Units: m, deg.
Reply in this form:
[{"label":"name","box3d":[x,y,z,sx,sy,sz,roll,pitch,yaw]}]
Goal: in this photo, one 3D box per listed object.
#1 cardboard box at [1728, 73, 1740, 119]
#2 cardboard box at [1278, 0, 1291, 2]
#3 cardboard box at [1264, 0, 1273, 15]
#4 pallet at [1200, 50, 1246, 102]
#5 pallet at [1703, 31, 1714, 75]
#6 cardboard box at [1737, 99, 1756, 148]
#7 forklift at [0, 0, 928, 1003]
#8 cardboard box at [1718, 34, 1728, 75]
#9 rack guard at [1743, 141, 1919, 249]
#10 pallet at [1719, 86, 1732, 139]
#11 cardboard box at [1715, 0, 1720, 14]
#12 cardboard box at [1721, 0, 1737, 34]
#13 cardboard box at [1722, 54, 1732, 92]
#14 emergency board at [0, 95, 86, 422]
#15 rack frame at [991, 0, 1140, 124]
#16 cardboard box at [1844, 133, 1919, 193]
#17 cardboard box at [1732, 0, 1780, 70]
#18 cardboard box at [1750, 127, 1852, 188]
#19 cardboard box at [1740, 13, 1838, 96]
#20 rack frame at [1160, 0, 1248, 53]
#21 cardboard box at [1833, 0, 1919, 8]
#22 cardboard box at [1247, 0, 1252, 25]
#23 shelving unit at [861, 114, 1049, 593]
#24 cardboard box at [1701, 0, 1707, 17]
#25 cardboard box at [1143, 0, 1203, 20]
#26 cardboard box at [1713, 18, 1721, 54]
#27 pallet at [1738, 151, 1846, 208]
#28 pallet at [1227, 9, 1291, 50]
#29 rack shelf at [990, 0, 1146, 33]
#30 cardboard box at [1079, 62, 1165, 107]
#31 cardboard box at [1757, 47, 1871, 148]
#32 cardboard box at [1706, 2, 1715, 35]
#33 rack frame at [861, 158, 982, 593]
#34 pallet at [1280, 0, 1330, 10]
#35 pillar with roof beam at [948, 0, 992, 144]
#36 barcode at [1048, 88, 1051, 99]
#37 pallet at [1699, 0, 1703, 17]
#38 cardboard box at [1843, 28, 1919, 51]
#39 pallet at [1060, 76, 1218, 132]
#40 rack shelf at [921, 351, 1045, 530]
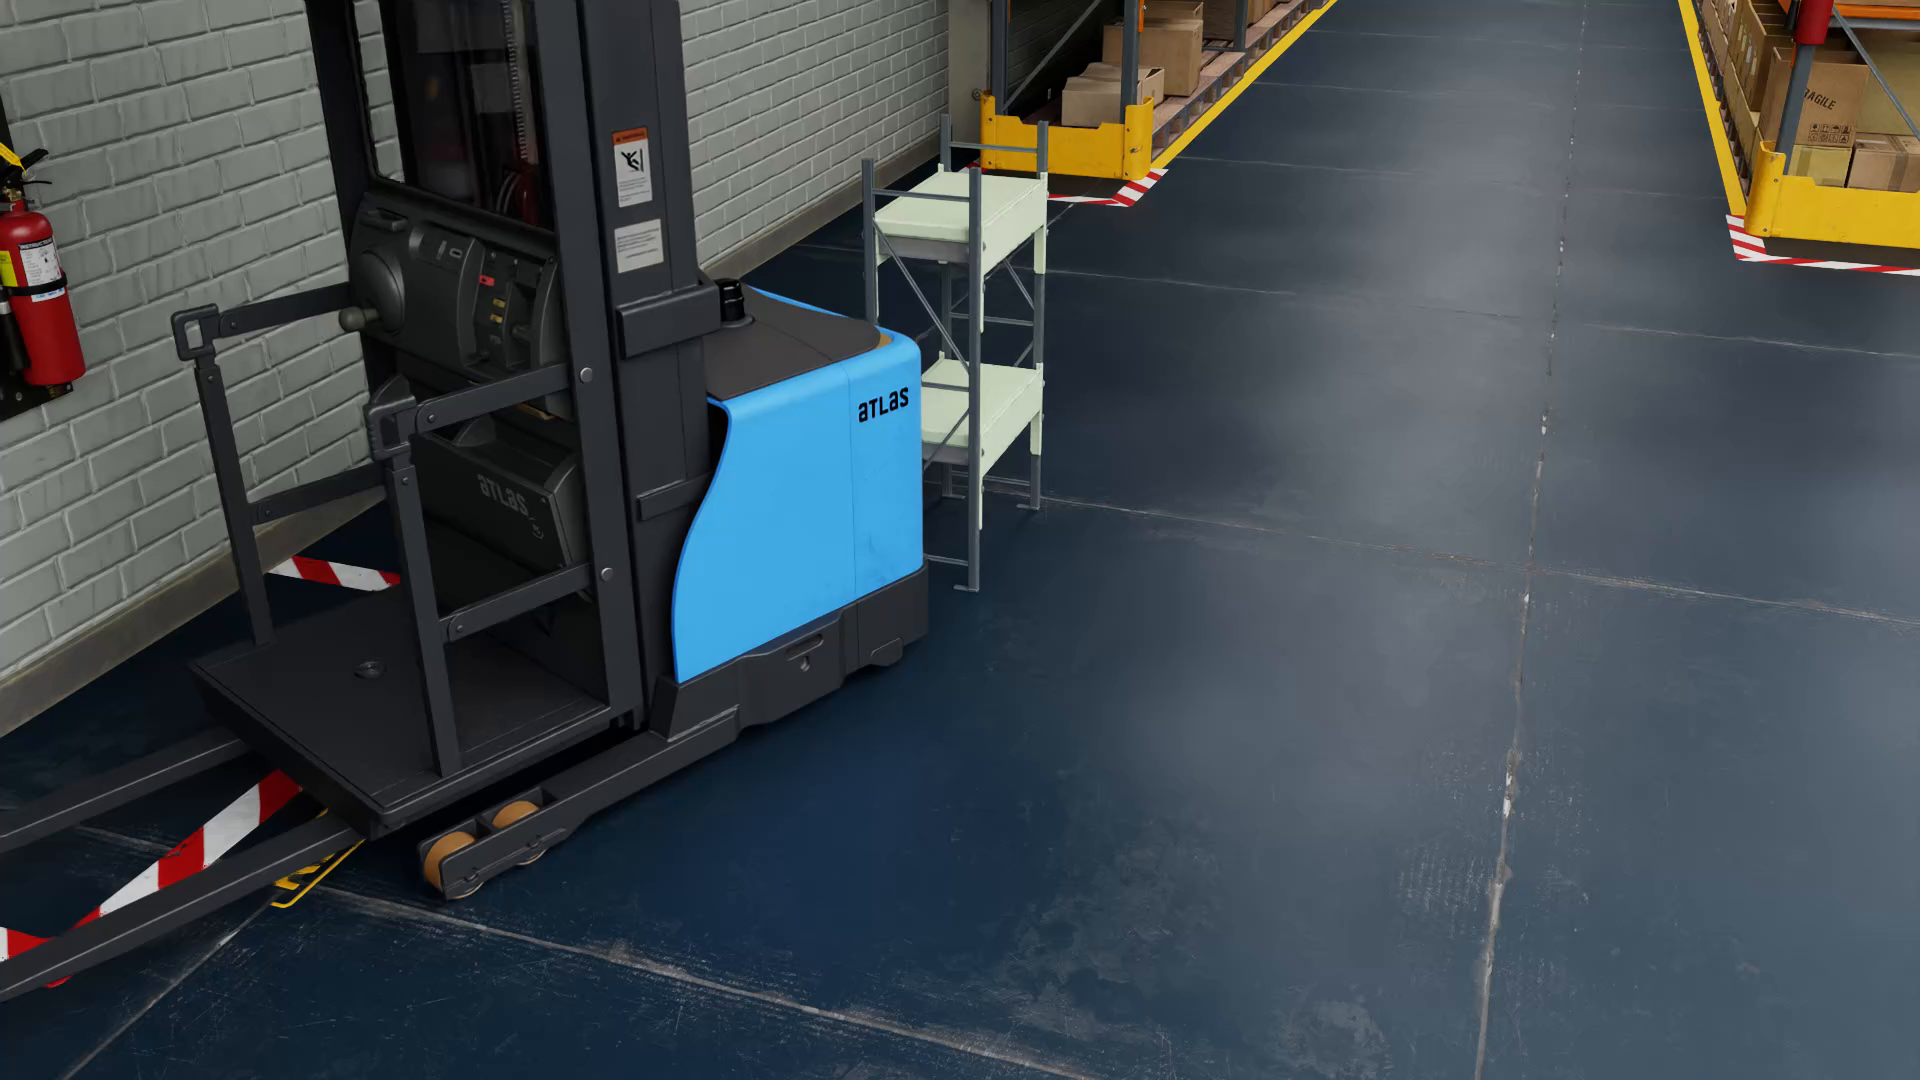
[{"label":"cardboard box","box3d":[5.924,-3.231,12.153,0.500,0.250,0.500,9,27,17]},{"label":"cardboard box","box3d":[3.175,-5.965,17.492,0.700,0.500,0.500,9,27,18]},{"label":"cardboard box","box3d":[2.755,-5.562,16.659,0.700,0.500,0.500,9,27,17]},{"label":"pallet","box3d":[1.844,-4.016,14.302,1.003,0.211,1.213,9,27,17]},{"label":"pallet","box3d":[7.319,-4.392,15.078,1.003,0.211,1.213,9,27,17]},{"label":"cardboard box","box3d":[5.595,-2.819,11.303,0.500,0.250,0.500,9,27,17]},{"label":"forklift","box3d":[-1.477,-0.640,4.208,1.130,2.935,3.031,22,34,38]},{"label":"cardboard box","box3d":[6.571,-3.999,13.741,0.500,0.250,0.500,8,27,17]},{"label":"rack guard","box3d":[5.368,-2.056,9.924,1.175,0.500,0.348,9,27,17]},{"label":"pallet","box3d":[6.402,-3.259,12.739,1.003,0.211,1.213,9,27,17]},{"label":"cardboard box","box3d":[7.077,-4.872,14.901,0.500,0.311,0.500,8,27,17]},{"label":"cardboard box","box3d":[6.738,-4.462,14.053,0.500,0.311,0.500,10,27,19]},{"label":"cardboard box","box3d":[6.266,-3.640,12.999,0.500,0.250,0.500,9,27,17]},{"label":"emergency board","box3d":[-2.735,-0.846,4.554,0.194,1.169,0.643,9,27,17]},{"label":"rack frame","box3d":[0.703,-3.908,10.880,1.000,3.000,0.127,9,27,17]},{"label":"cardboard box","box3d":[5.764,-2.331,10.295,0.500,0.250,0.500,9,27,17]},{"label":"cardboard box","box3d":[6.098,-3.772,12.412,0.500,0.500,0.500,9,27,17]},{"label":"cardboard box","box3d":[5.275,-2.406,10.451,0.500,0.250,0.500,9,27,17]},{"label":"cardboard box","box3d":[5.760,-3.362,11.565,0.500,0.500,0.500,9,27,17]},{"label":"rack frame","box3d":[2.034,-5.552,14.275,1.000,3.000,0.127,9,27,17]},{"label":"cardboard box","box3d":[5.543,-3.426,9.770,0.700,0.500,0.500,9,27,17]},{"label":"cardboard box","box3d":[2.388,-5.149,15.807,0.700,0.500,0.500,8,27,16]},{"label":"shelving unit","box3d":[-0.002,-0.672,5.917,0.431,1.500,0.755,9,27,17]},{"label":"cardboard box","box3d":[7.586,-5.258,16.340,0.500,0.250,0.500,9,27,17]},{"label":"cardboard box","box3d":[1.726,-4.193,13.831,0.500,0.500,0.500,7,27,14]},{"label":"cardboard box","box3d":[6.911,-4.417,14.604,0.500,0.250,0.500,9,27,19]},{"label":"pallet","box3d":[5.591,-2.257,10.669,1.003,0.211,1.213,9,27,17]},{"label":"pallet","box3d":[2.696,-5.120,16.583,1.003,0.211,1.213,9,27,17]},{"label":"rack shelf","box3d":[1.368,-4.406,12.734,1.077,0.370,4.000,9,27,17]},{"label":"cardboard box","box3d":[1.208,-3.402,12.414,0.500,0.311,0.500,11,28,22]},{"label":"cardboard box","box3d":[5.273,-2.744,10.288,0.500,0.500,0.500,9,27,17]},{"label":"cardboard box","box3d":[7.253,-4.837,15.470,0.500,0.250,0.500,8,27,16]},{"label":"rack frame","box3d":[-0.124,-0.522,5.607,0.400,1.500,0.023,9,27,17]},{"label":"pallet","box3d":[3.699,-6.254,18.924,1.003,0.211,1.213,9,27,17]},{"label":"pillar with roof beam","box3d":[4.180,-6.397,9.136,9.100,9.000,0.400,9,27,17]},{"label":"barcode","box3d":[0.647,-3.237,12.063,0.001,0.075,0.075,9,27,17]},{"label":"pallet","box3d":[8.322,-5.525,17.419,1.003,0.211,1.213,9,27,17]},{"label":"cardboard box","box3d":[6.083,-3.082,10.985,0.500,0.500,0.500,9,27,17]},{"label":"pallet","box3d":[1.440,-3.513,13.263,1.003,0.211,1.213,9,27,17]},{"label":"rack shelf","box3d":[-0.002,-0.379,6.060,0.431,0.370,0.720,9,27,17]}]
